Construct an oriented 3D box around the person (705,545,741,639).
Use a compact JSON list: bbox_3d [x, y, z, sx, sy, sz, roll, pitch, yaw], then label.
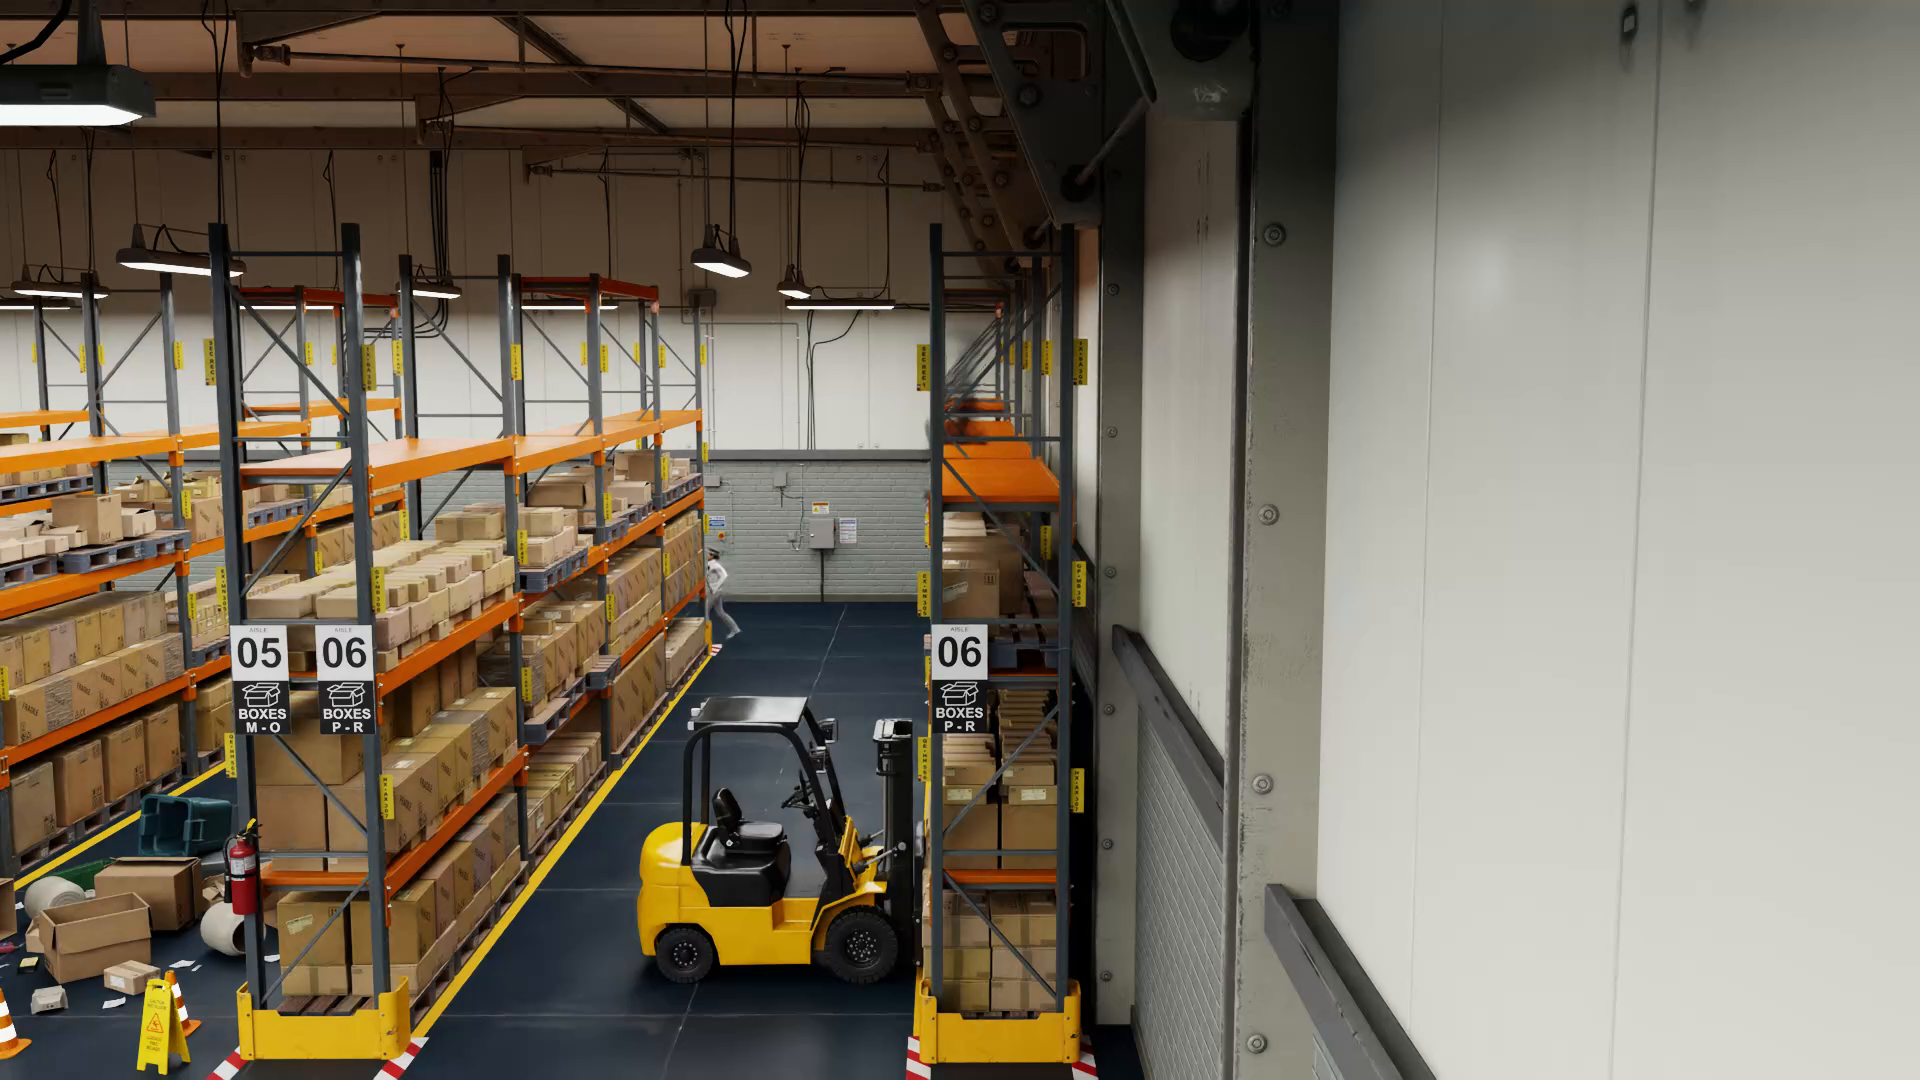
[{"bbox_3d":[-4.259,0.949,28.999,0.848,1.727,0.588,0,7,-3],"label":"person"}]
